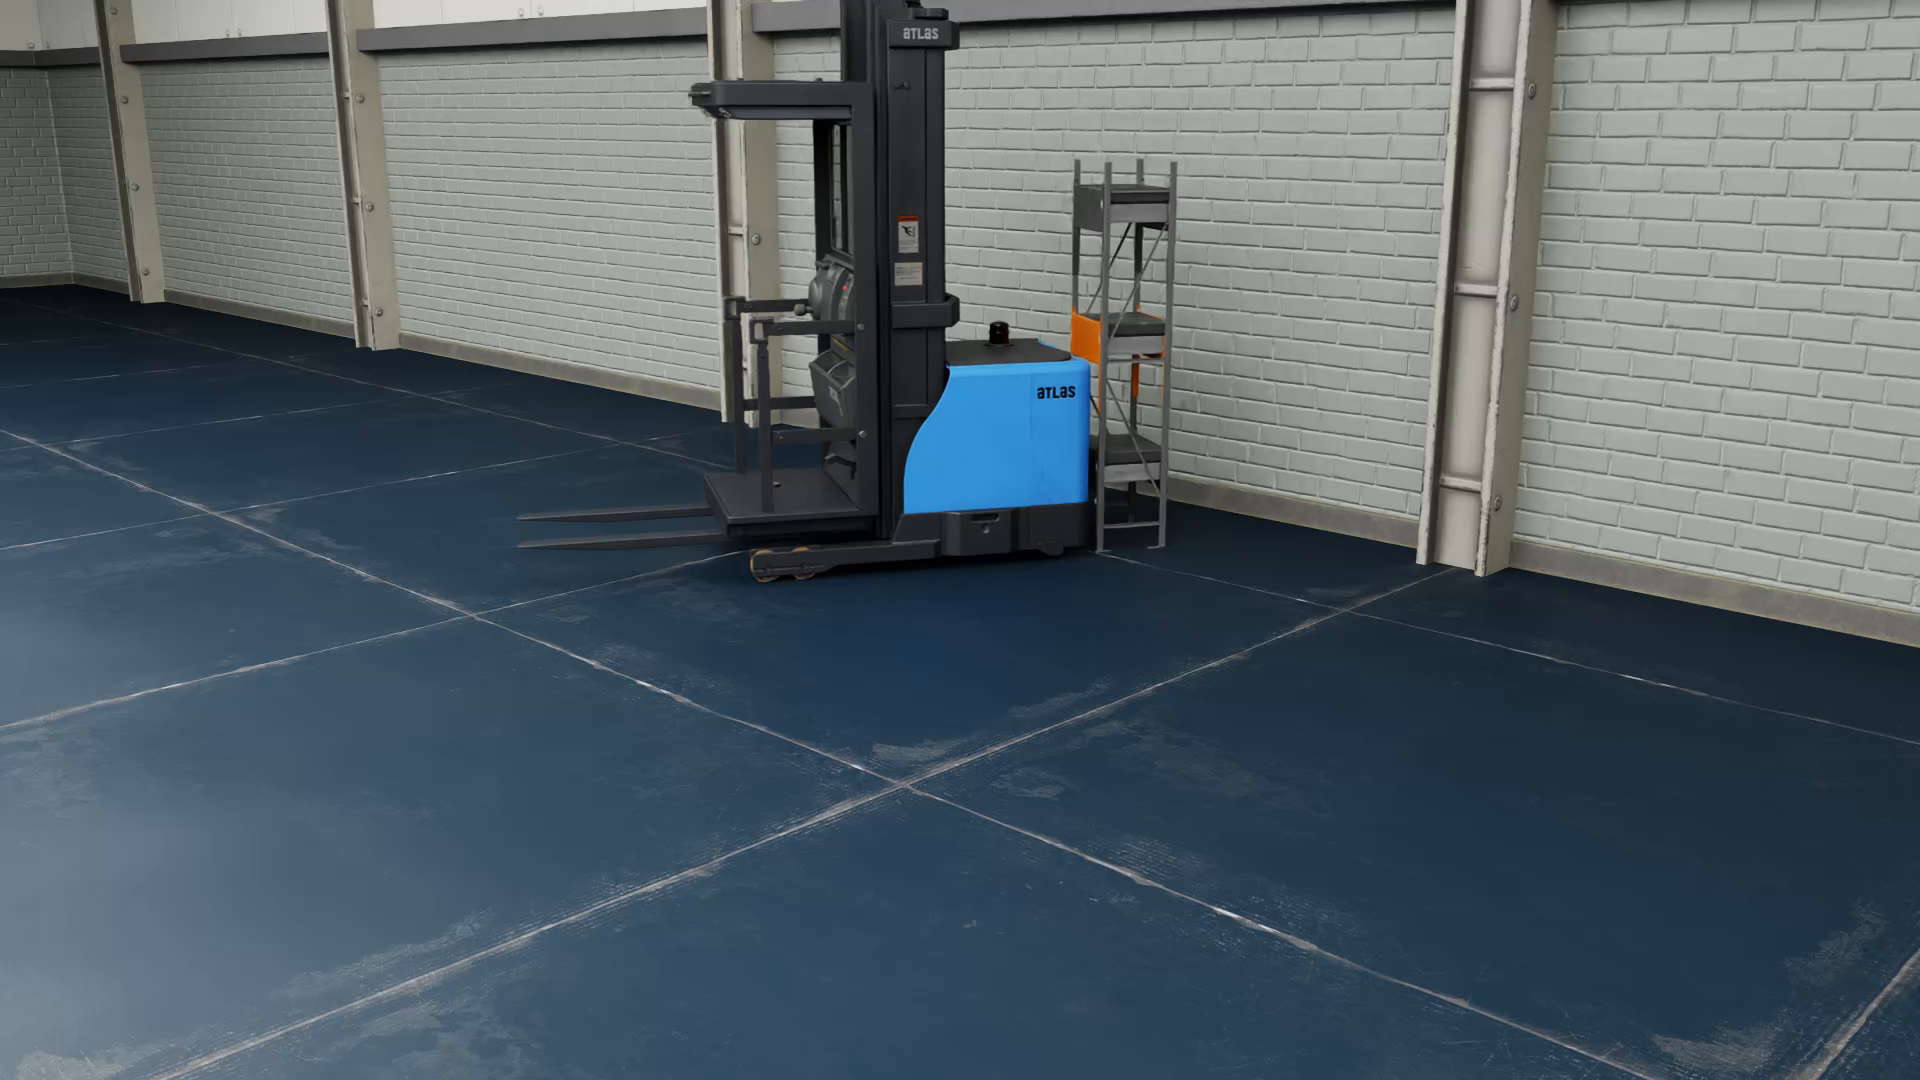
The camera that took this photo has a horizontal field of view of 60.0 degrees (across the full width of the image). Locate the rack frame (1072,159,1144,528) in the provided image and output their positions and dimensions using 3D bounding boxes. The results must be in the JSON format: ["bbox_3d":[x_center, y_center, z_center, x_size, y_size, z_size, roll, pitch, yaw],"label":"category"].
[{"bbox_3d":[0.820,-1.078,9.406,0.400,2.100,0.015,-4,15,-15],"label":"rack frame"}]

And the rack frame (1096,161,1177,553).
[{"bbox_3d":[0.947,-0.960,8.950,0.400,2.100,0.015,-4,15,-15],"label":"rack frame"}]

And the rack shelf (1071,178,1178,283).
[{"bbox_3d":[0.883,-1.683,9.005,0.431,0.518,0.480,-4,15,-15],"label":"rack shelf"}]

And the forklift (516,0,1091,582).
[{"bbox_3d":[-0.863,-1.349,8.795,3.031,2.935,1.130,-4,15,-15],"label":"forklift"}]

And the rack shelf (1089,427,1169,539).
[{"bbox_3d":[0.883,-0.328,9.358,0.431,0.518,0.480,-4,15,-15],"label":"rack shelf"}]

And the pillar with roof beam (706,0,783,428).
[{"bbox_3d":[-4.604,-4.493,8.830,0.400,9.000,9.100,14,20,42],"label":"pillar with roof beam"}]

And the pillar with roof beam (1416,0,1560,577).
[{"bbox_3d":[-0.285,-3.443,4.800,0.400,9.000,9.100,14,20,42],"label":"pillar with roof beam"}]

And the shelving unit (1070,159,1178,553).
[{"bbox_3d":[0.883,-1.019,9.178,0.431,2.100,0.503,-4,15,-15],"label":"shelving unit"}]

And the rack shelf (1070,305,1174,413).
[{"bbox_3d":[0.883,-1.006,9.182,0.431,0.518,0.480,-4,15,-15],"label":"rack shelf"}]

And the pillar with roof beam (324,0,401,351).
[{"bbox_3d":[-8.923,-5.544,12.860,0.400,9.000,9.100,14,20,42],"label":"pillar with roof beam"}]

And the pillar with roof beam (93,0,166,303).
[{"bbox_3d":[-13.242,-6.594,16.890,0.400,9.000,9.100,14,20,42],"label":"pillar with roof beam"}]
